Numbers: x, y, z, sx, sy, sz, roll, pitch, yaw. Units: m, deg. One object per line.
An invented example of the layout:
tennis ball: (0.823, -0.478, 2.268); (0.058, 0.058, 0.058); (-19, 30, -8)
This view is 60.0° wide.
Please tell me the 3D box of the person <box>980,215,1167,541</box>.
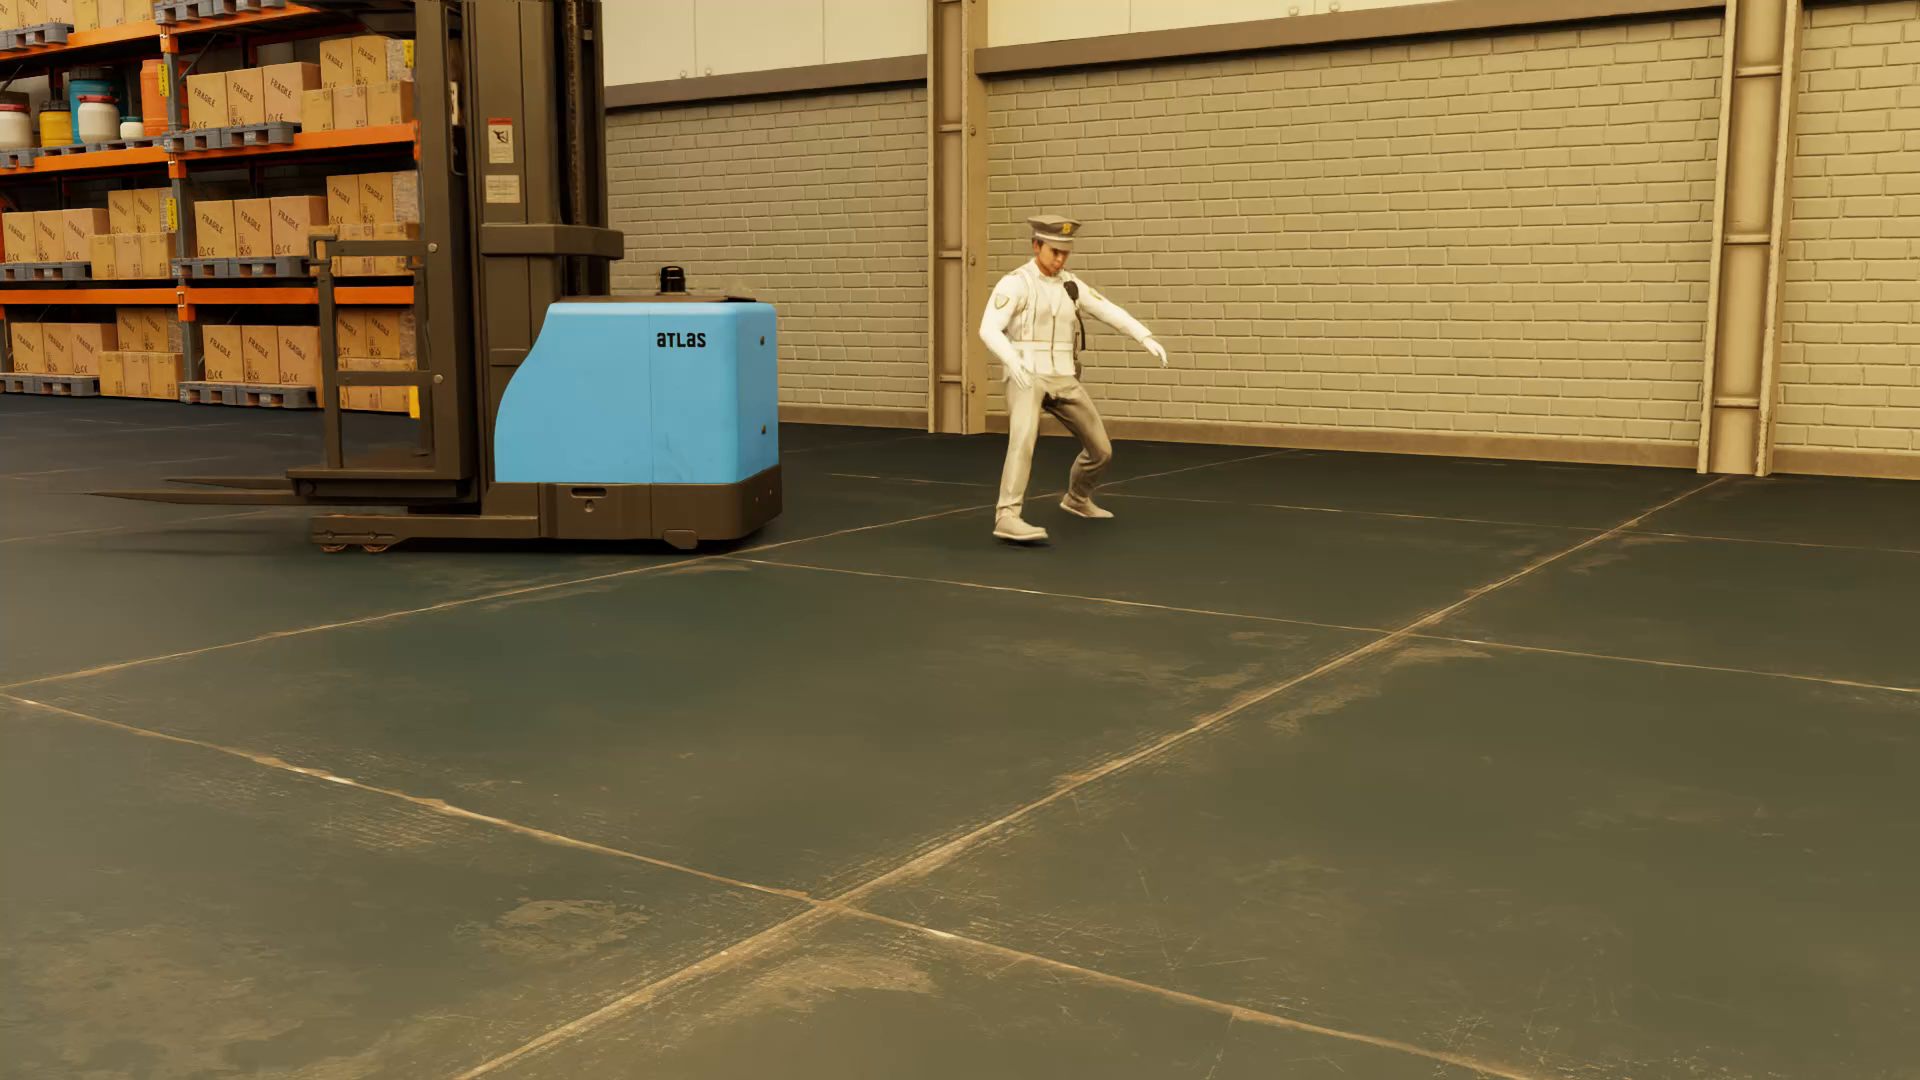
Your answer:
person: (0.489, -0.766, 7.858); (0.998, 1.518, 0.922); (-4, 9, -28)

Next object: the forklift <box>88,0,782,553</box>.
forklift: (-2.403, -1.470, 7.528); (3.031, 2.935, 1.130); (1, 8, 5)
